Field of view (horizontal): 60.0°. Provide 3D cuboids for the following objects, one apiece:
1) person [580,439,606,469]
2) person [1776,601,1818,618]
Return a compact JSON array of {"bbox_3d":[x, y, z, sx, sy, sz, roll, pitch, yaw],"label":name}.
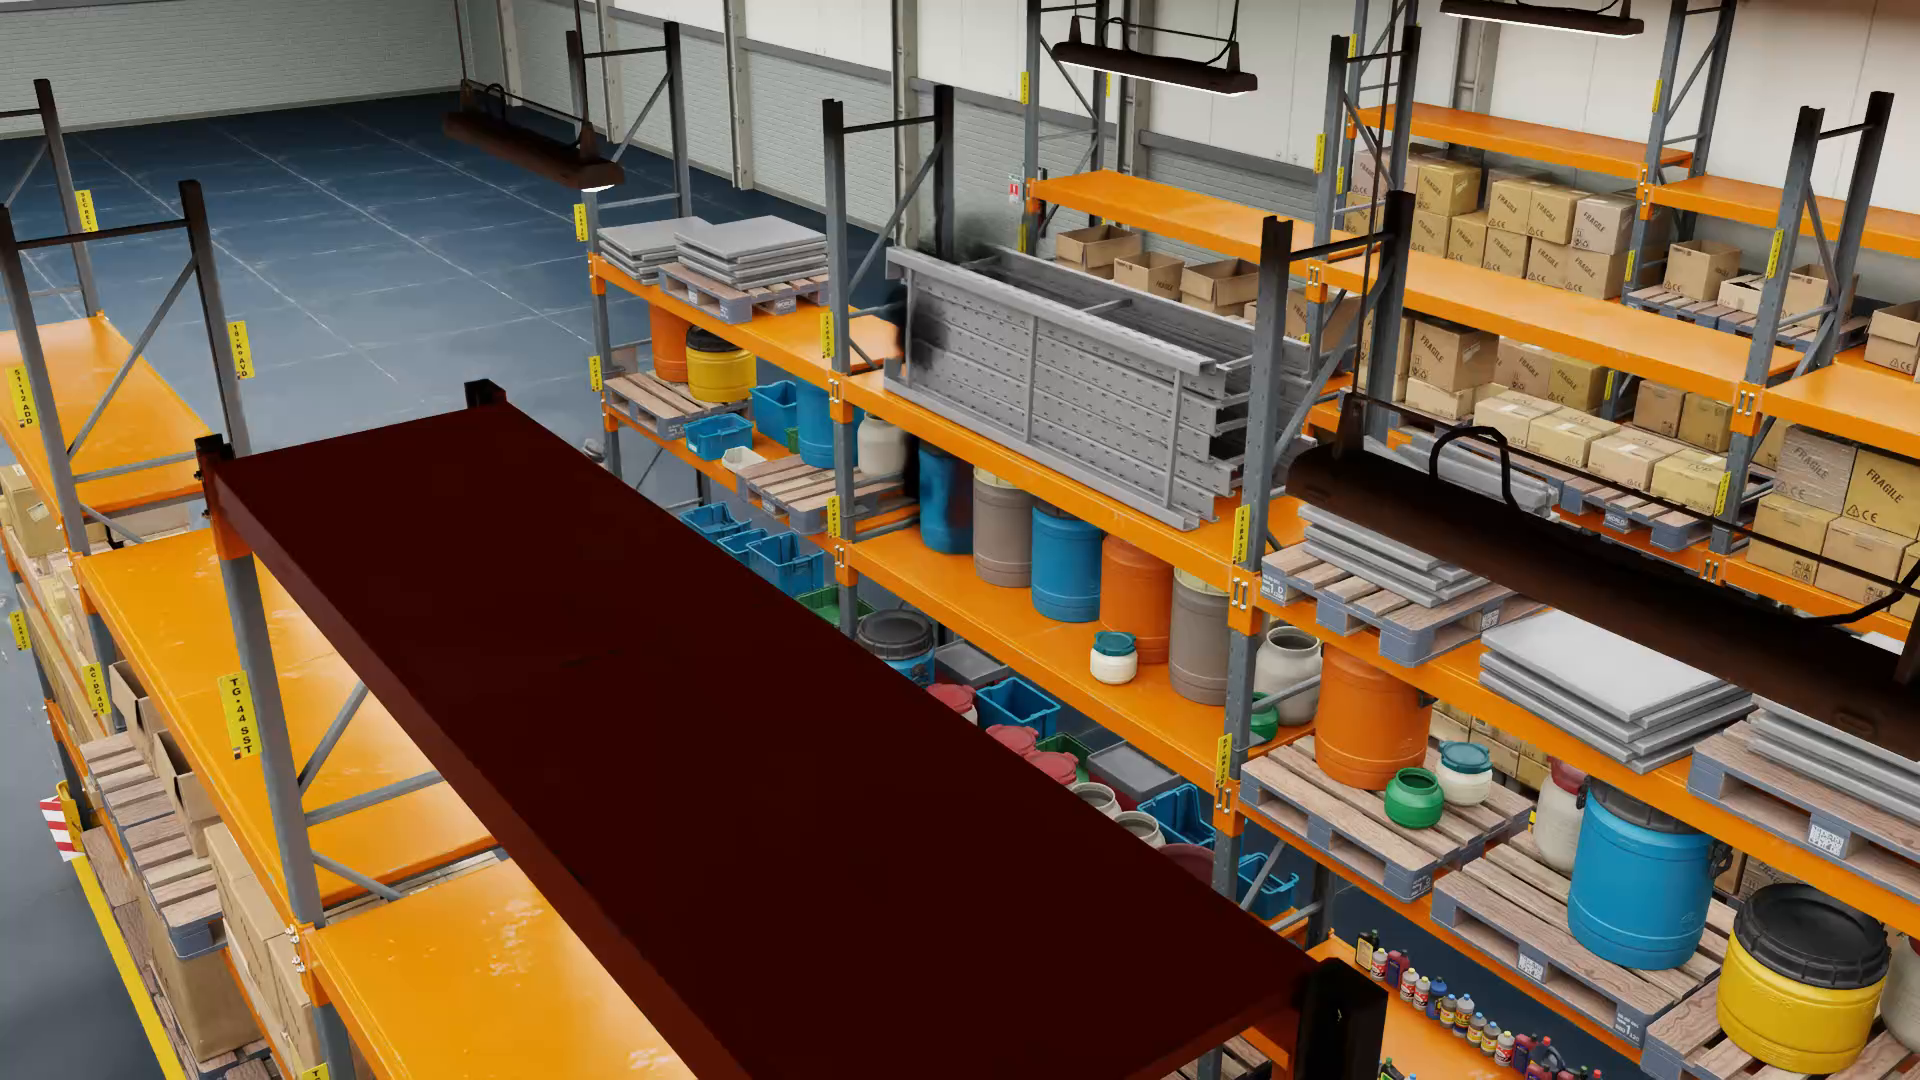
[{"bbox_3d":[-3.823,-0.262,17.494,0.821,1.725,0.619,1,25,1],"label":"person"},{"bbox_3d":[7.474,0.919,14.920,0.685,1.745,0.596,-20,31,-36],"label":"person"}]
